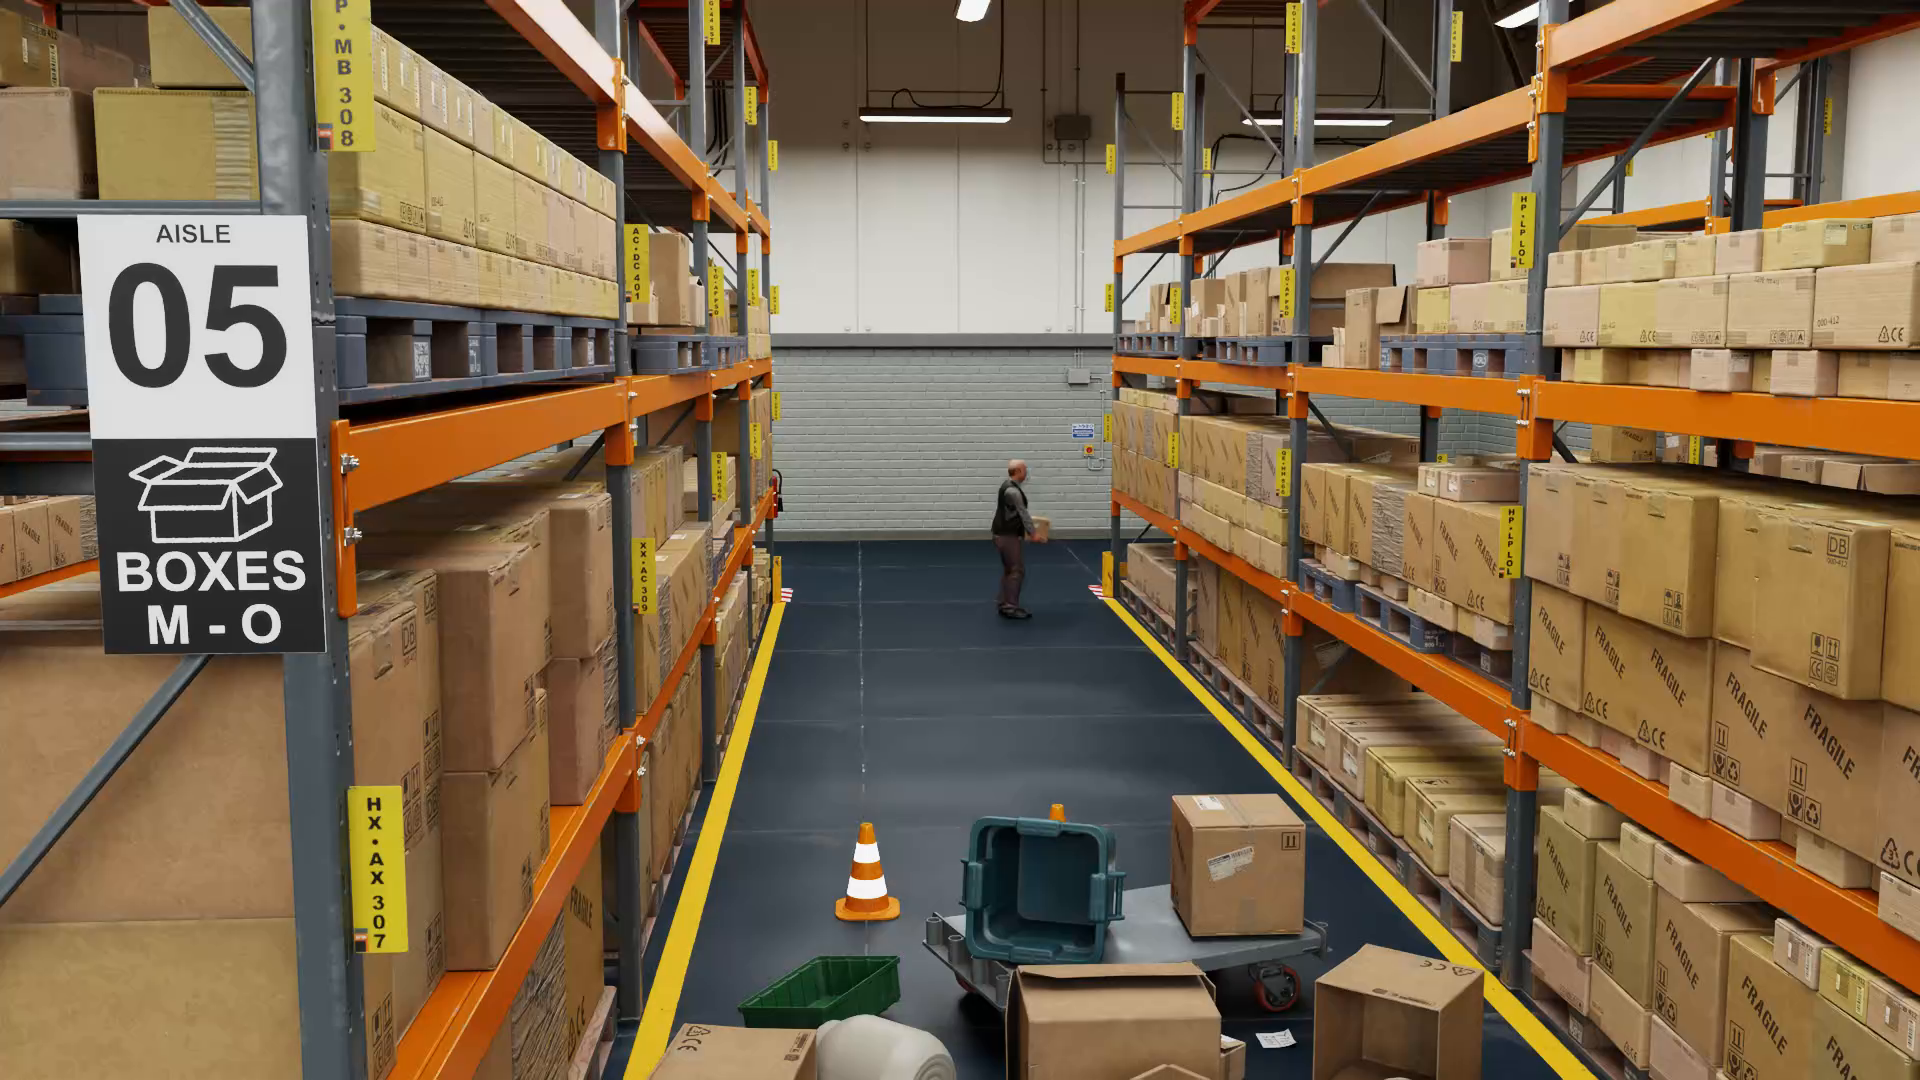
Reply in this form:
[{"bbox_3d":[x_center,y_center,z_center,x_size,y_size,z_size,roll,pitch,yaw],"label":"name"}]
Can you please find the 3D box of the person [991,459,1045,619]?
[{"bbox_3d":[0.623,-0.020,18.067,0.568,1.716,0.491,-1,7,-5],"label":"person"}]
